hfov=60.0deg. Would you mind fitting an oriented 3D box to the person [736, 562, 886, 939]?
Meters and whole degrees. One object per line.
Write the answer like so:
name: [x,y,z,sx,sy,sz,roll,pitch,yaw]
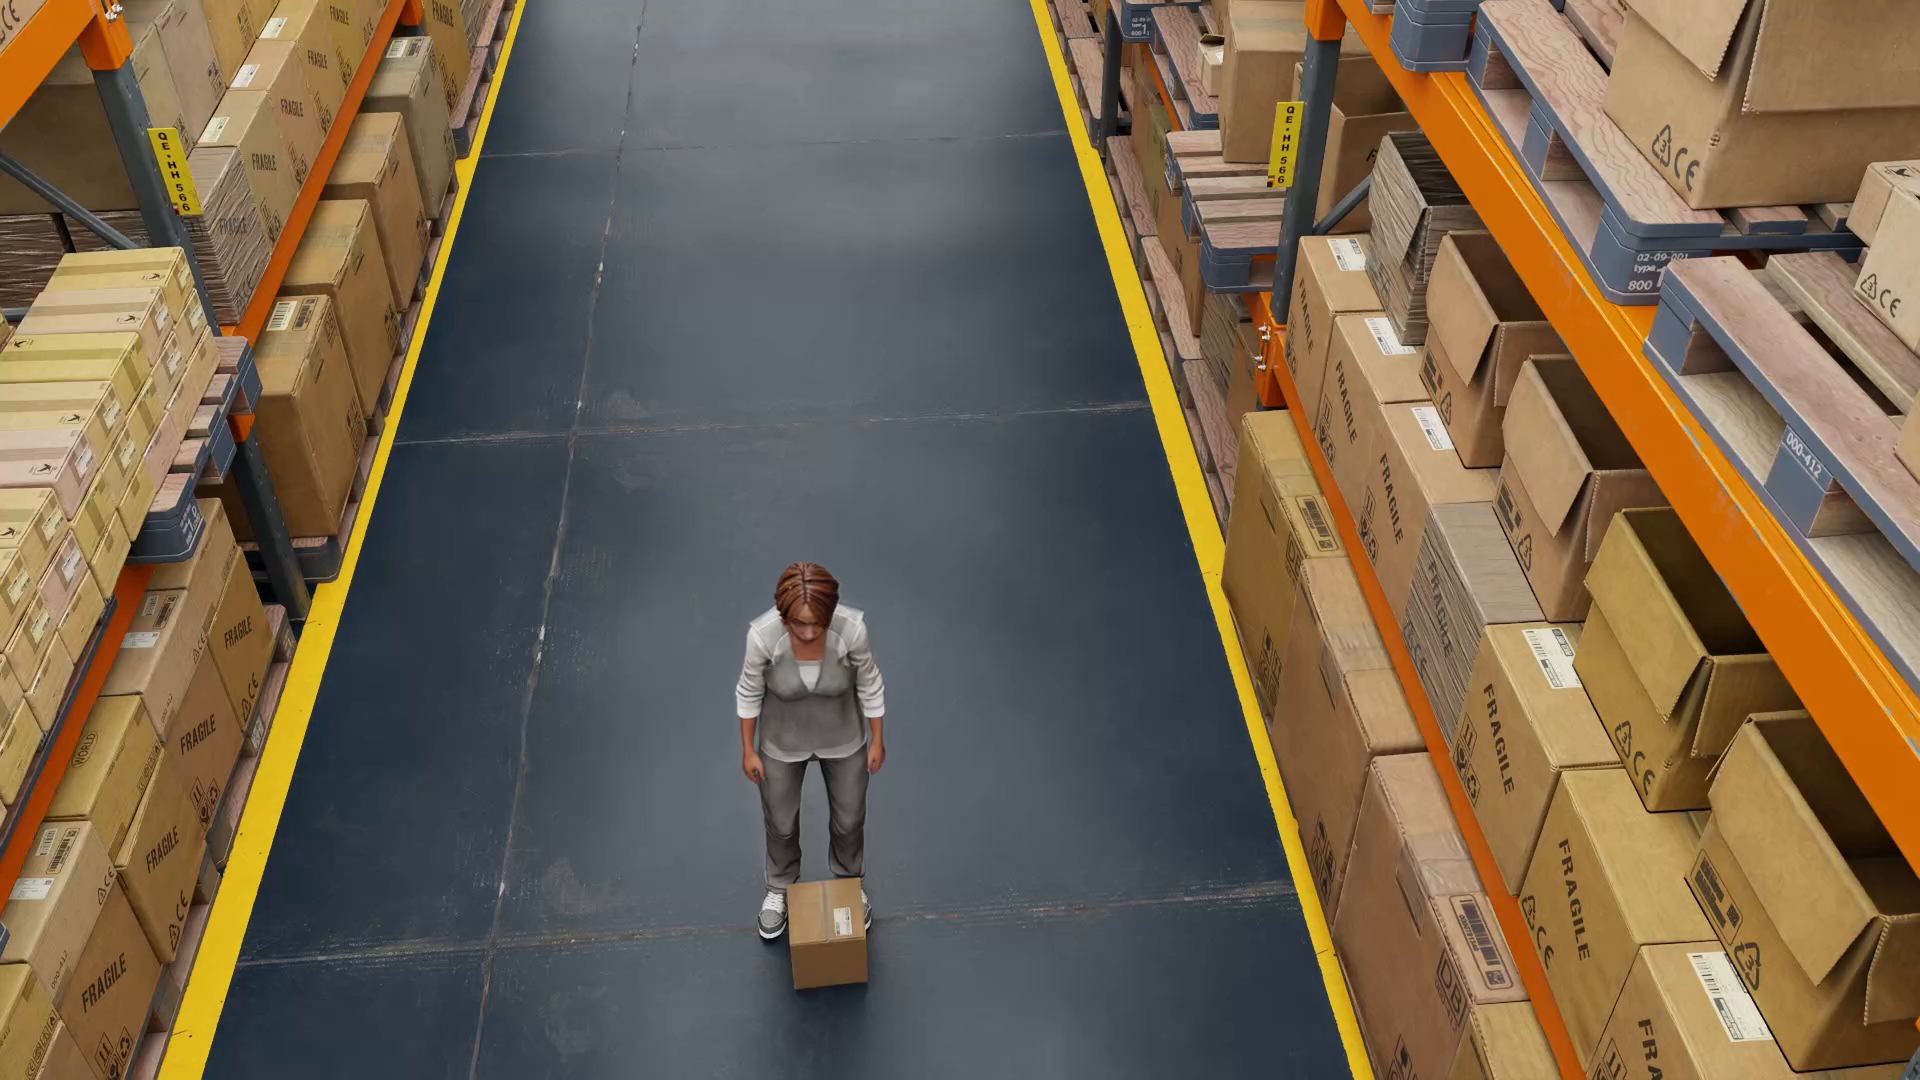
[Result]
person: [-0.474,0.663,5.364,0.476,1.593,0.348,-4,40,-5]
